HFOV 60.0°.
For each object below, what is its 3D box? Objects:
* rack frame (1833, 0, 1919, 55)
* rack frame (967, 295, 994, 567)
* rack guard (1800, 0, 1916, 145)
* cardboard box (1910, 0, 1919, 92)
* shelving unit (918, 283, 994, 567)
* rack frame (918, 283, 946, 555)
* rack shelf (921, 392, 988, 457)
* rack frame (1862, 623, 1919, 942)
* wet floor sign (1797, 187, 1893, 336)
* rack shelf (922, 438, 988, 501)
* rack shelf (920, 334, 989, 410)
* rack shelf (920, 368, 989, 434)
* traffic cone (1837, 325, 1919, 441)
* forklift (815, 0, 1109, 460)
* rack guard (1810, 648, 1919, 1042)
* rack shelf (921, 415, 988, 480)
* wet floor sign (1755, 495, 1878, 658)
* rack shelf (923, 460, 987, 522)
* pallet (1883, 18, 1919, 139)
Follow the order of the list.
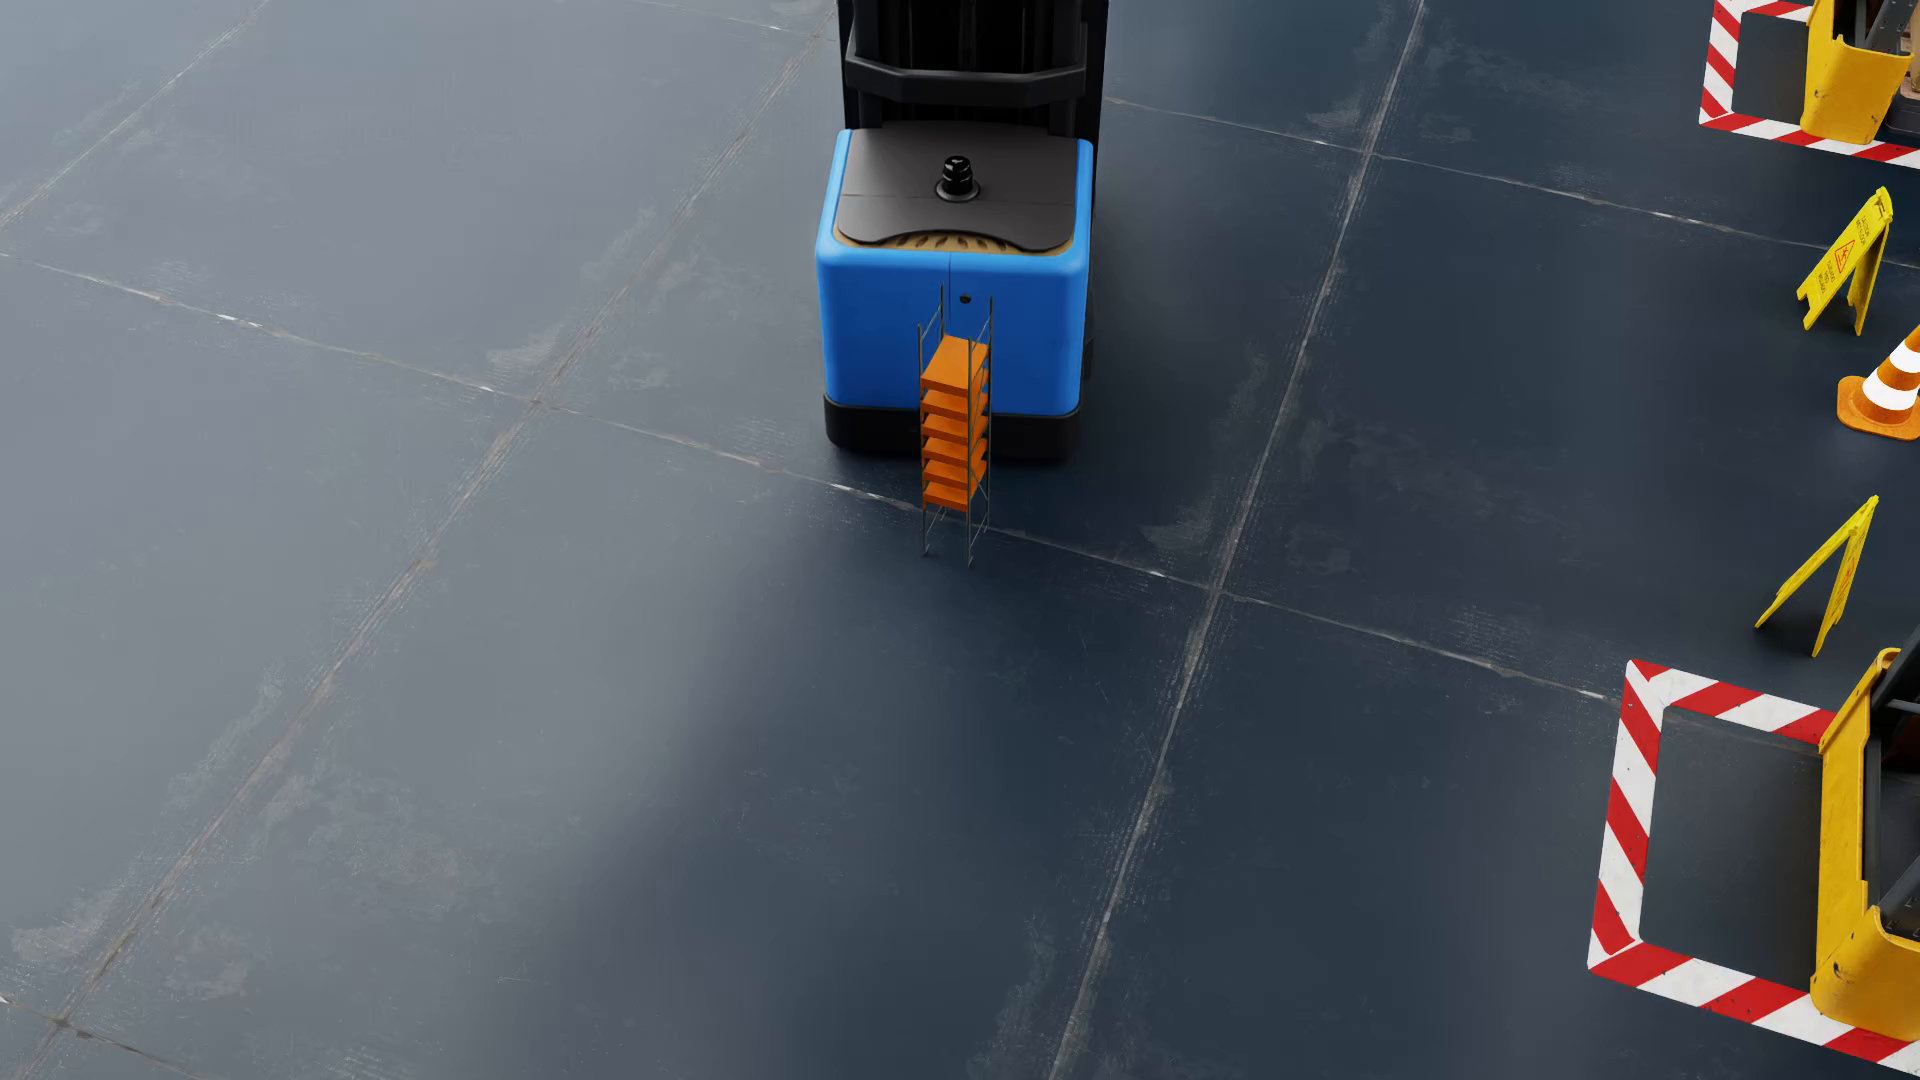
[{"bbox_3d":[4.627,-3.399,7.578,0.127,3.000,1.000,16,51,13],"label":"rack frame"},{"bbox_3d":[0.072,-0.373,6.146,0.006,1.200,0.240,16,51,13],"label":"rack frame"},{"bbox_3d":[4.605,-2.587,8.528,0.348,0.500,1.175,16,51,13],"label":"rack guard"},{"bbox_3d":[5.286,-2.710,8.108,0.875,0.875,0.875,16,51,13],"label":"cardboard box"},{"bbox_3d":[-0.014,-0.397,6.166,0.189,1.200,0.258,16,51,13],"label":"shelving unit"},{"bbox_3d":[-0.099,-0.421,6.187,0.006,1.200,0.240,16,51,13],"label":"rack frame"},{"bbox_3d":[-0.014,-0.446,6.109,0.180,0.103,0.258,16,51,13],"label":"rack shelf"},{"bbox_3d":[3.007,0.136,4.514,0.127,3.000,1.000,16,51,13],"label":"rack frame"},{"bbox_3d":[3.914,-1.232,7.257,0.232,0.644,0.267,8,50,7],"label":"wet floor sign"},{"bbox_3d":[-0.014,-0.289,6.291,0.180,0.103,0.258,16,51,13],"label":"rack shelf"},{"bbox_3d":[-0.014,-0.603,5.928,0.180,0.103,0.258,16,51,13],"label":"rack shelf"},{"bbox_3d":[-0.014,-0.525,6.019,0.180,0.103,0.258,16,51,13],"label":"rack shelf"},{"bbox_3d":[3.923,-0.711,6.926,0.334,0.463,0.336,16,51,13],"label":"traffic cone"},{"bbox_3d":[0.071,-2.406,6.762,1.130,2.935,3.031,3,49,3],"label":"forklift"},{"bbox_3d":[3.078,0.975,5.441,0.348,0.500,1.175,16,51,13],"label":"rack guard"},{"bbox_3d":[-0.014,-0.368,6.200,0.180,0.103,0.258,16,51,13],"label":"rack shelf"},{"bbox_3d":[3.199,0.099,6.104,0.232,0.644,0.267,33,57,25],"label":"wet floor sign"},{"bbox_3d":[-0.014,-0.210,6.381,0.180,0.103,0.258,16,51,13],"label":"rack shelf"},{"bbox_3d":[5.404,-2.332,8.498,1.213,0.211,1.003,16,51,13],"label":"pallet"}]
